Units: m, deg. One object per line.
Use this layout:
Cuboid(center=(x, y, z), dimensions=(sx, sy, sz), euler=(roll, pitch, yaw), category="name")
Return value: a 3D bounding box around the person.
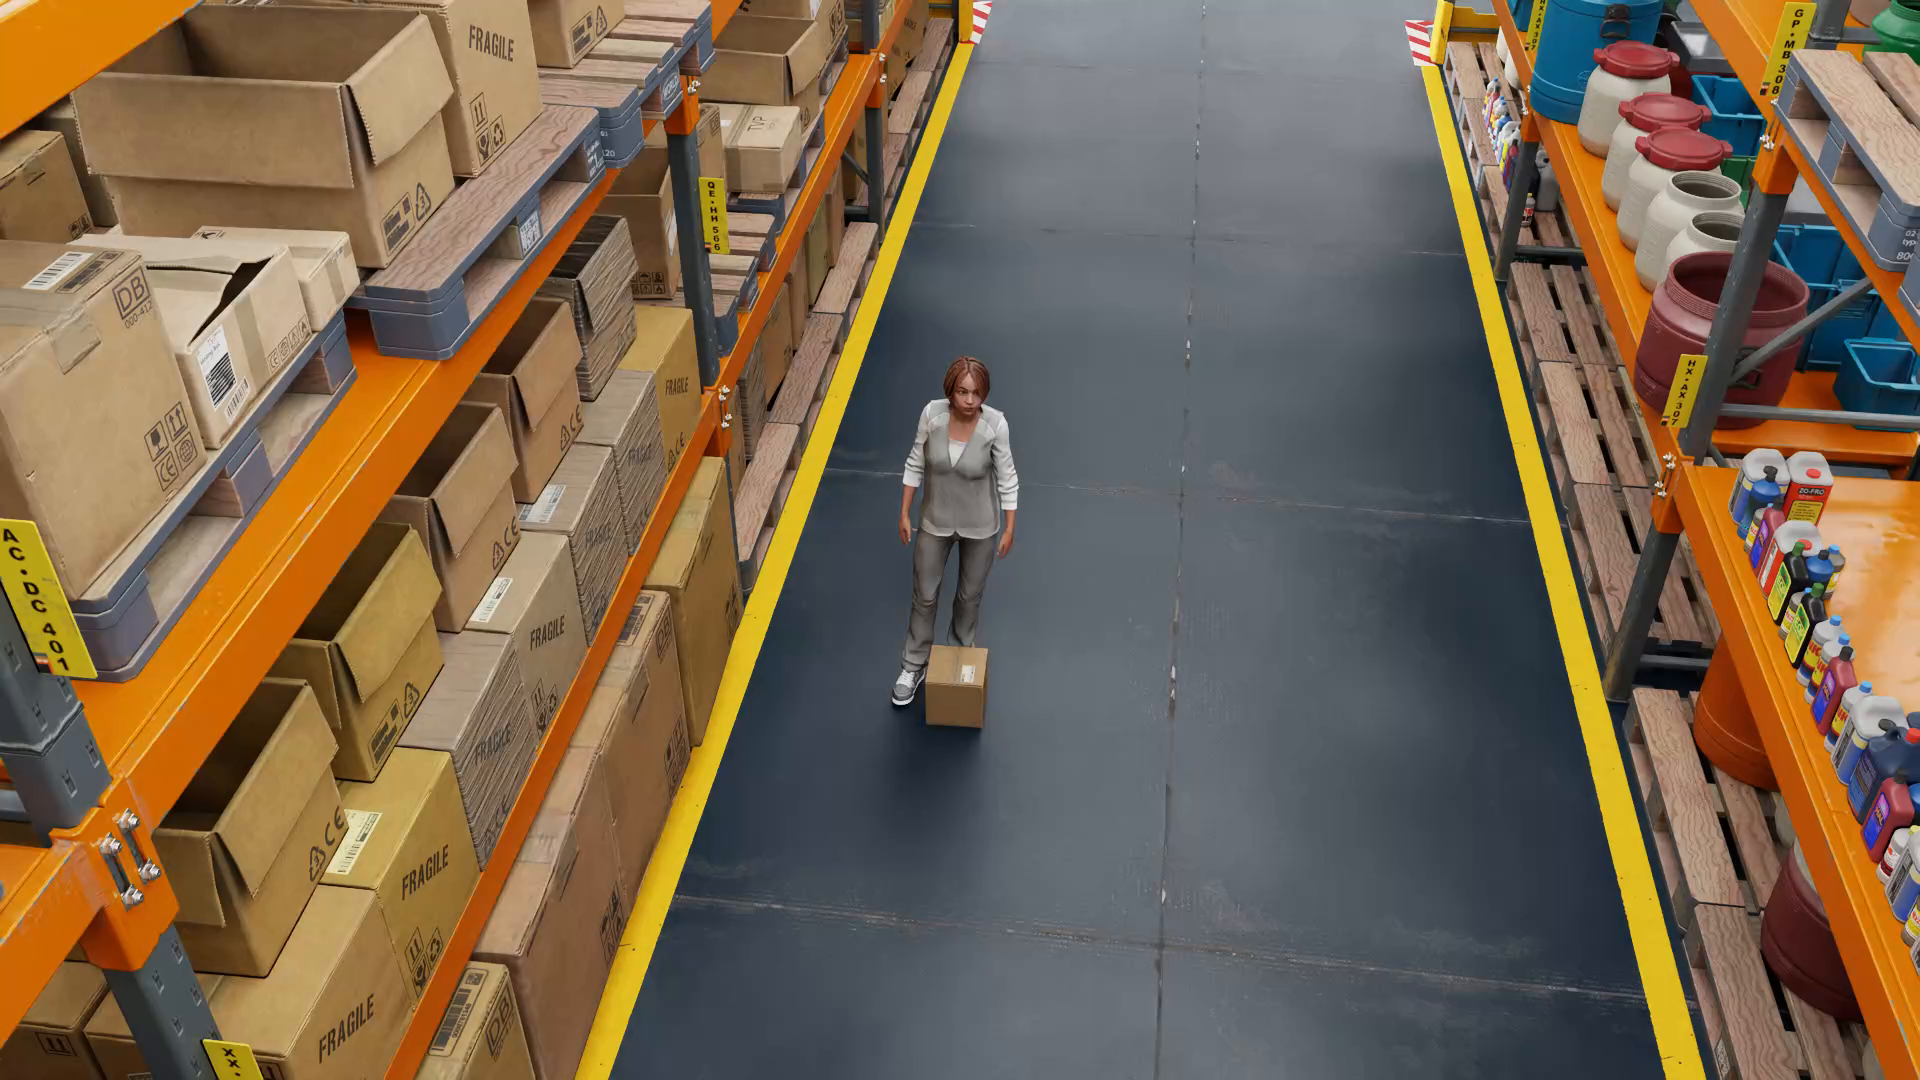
Cuboid(center=(-0.025, -0.016, 7.051), dimensions=(0.521, 1.597, 0.474), euler=(4, 37, 6), category="person")
